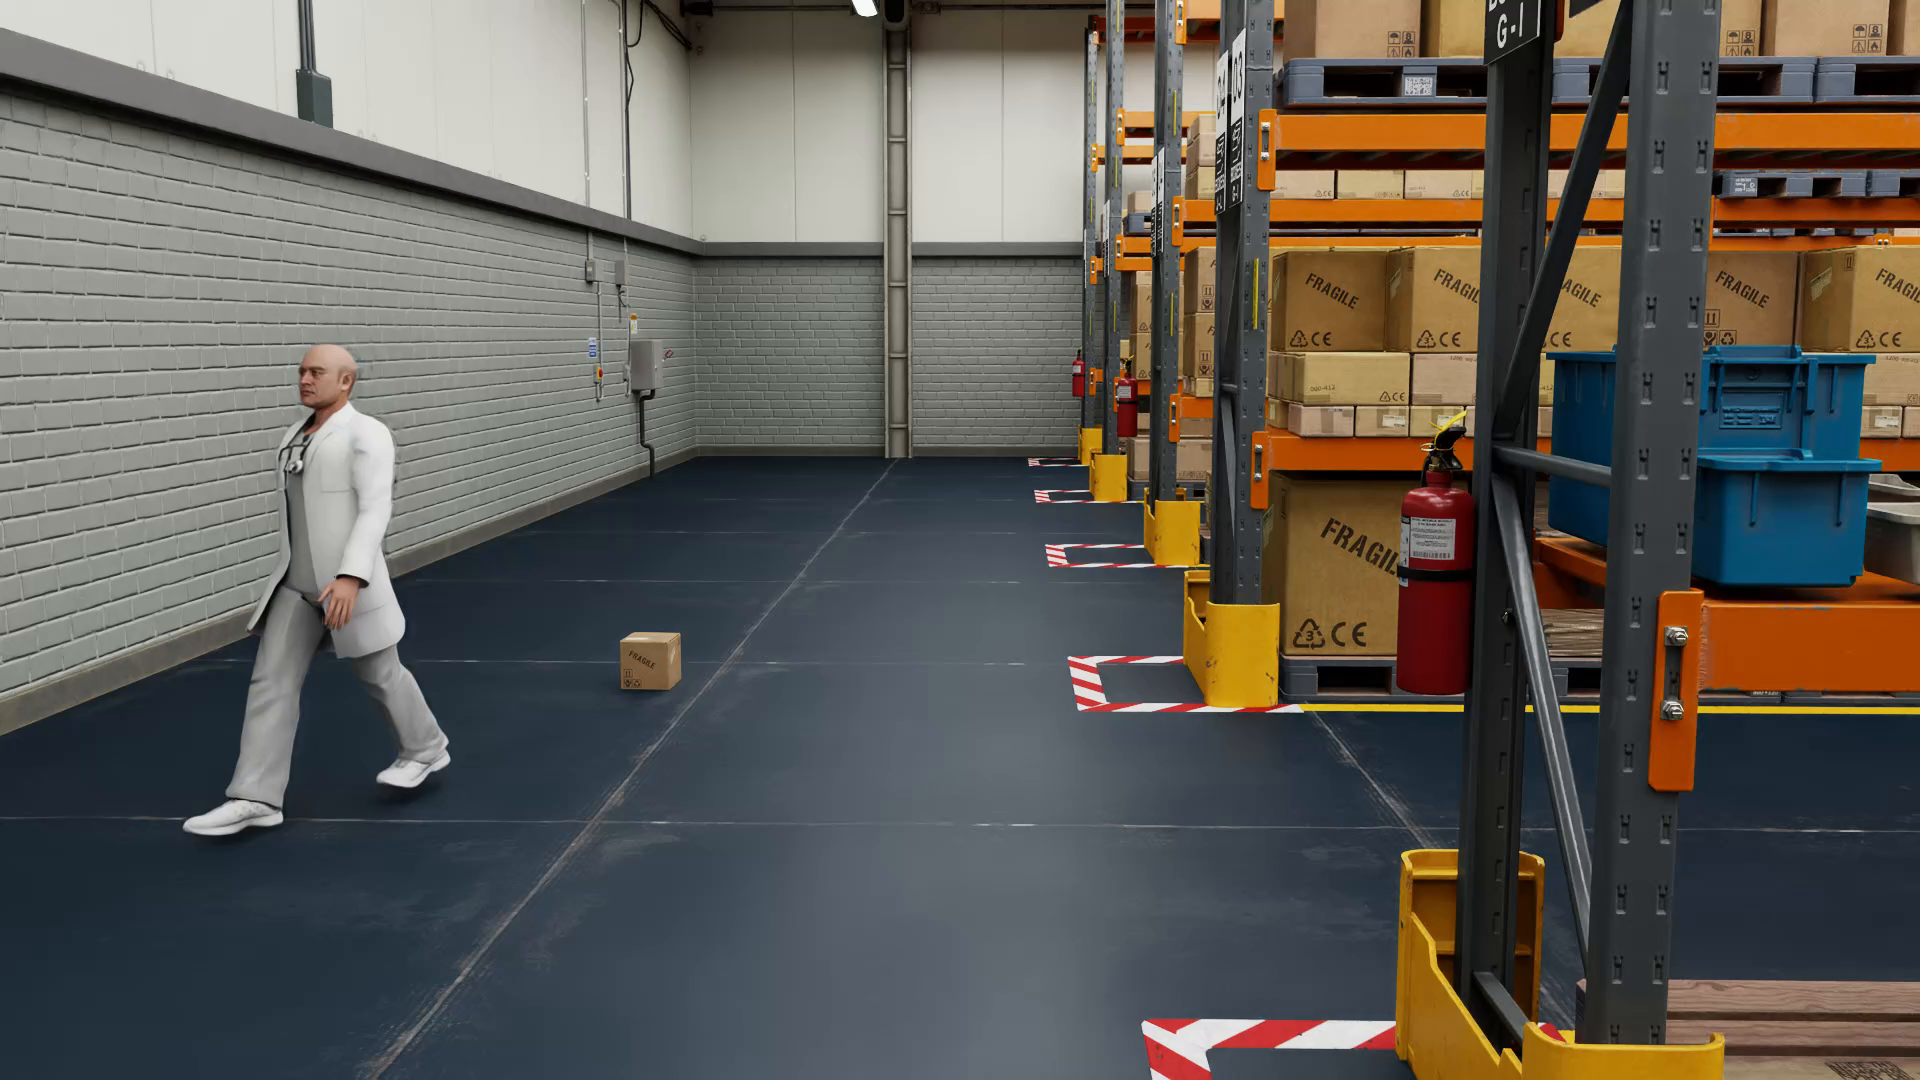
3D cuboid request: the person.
[{"bbox_3d":[-2.317,0.197,6.084,0.616,1.639,1.111,3,8,24],"label":"person"}]
